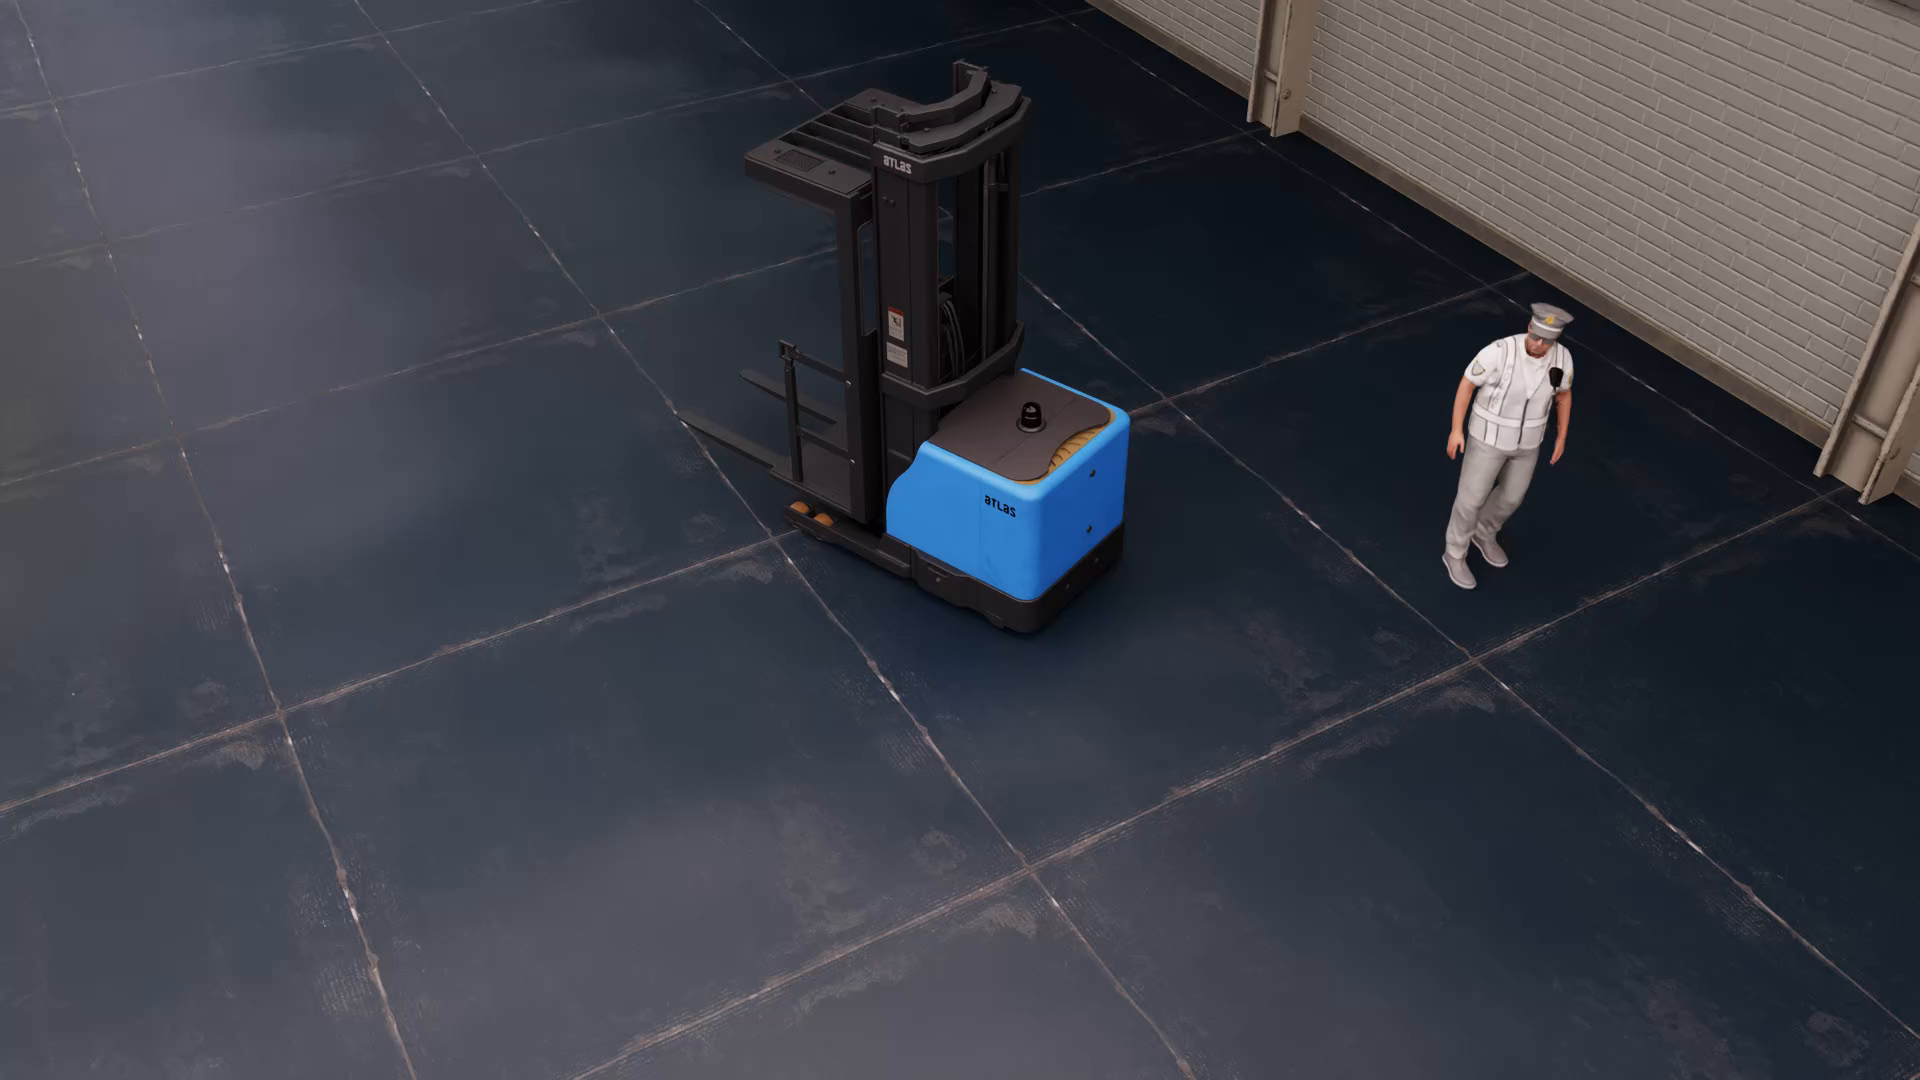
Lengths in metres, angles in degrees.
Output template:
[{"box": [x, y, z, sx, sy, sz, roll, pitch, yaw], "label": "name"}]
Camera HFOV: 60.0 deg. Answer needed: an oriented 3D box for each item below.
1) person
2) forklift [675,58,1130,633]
[{"box": [3.190, -0.557, 9.621, 0.711, 1.764, 0.545, -5, 40, -6], "label": "person"}, {"box": [-0.481, -1.366, 9.683, 3.031, 2.935, 1.130, 26, 46, 28], "label": "forklift"}]
